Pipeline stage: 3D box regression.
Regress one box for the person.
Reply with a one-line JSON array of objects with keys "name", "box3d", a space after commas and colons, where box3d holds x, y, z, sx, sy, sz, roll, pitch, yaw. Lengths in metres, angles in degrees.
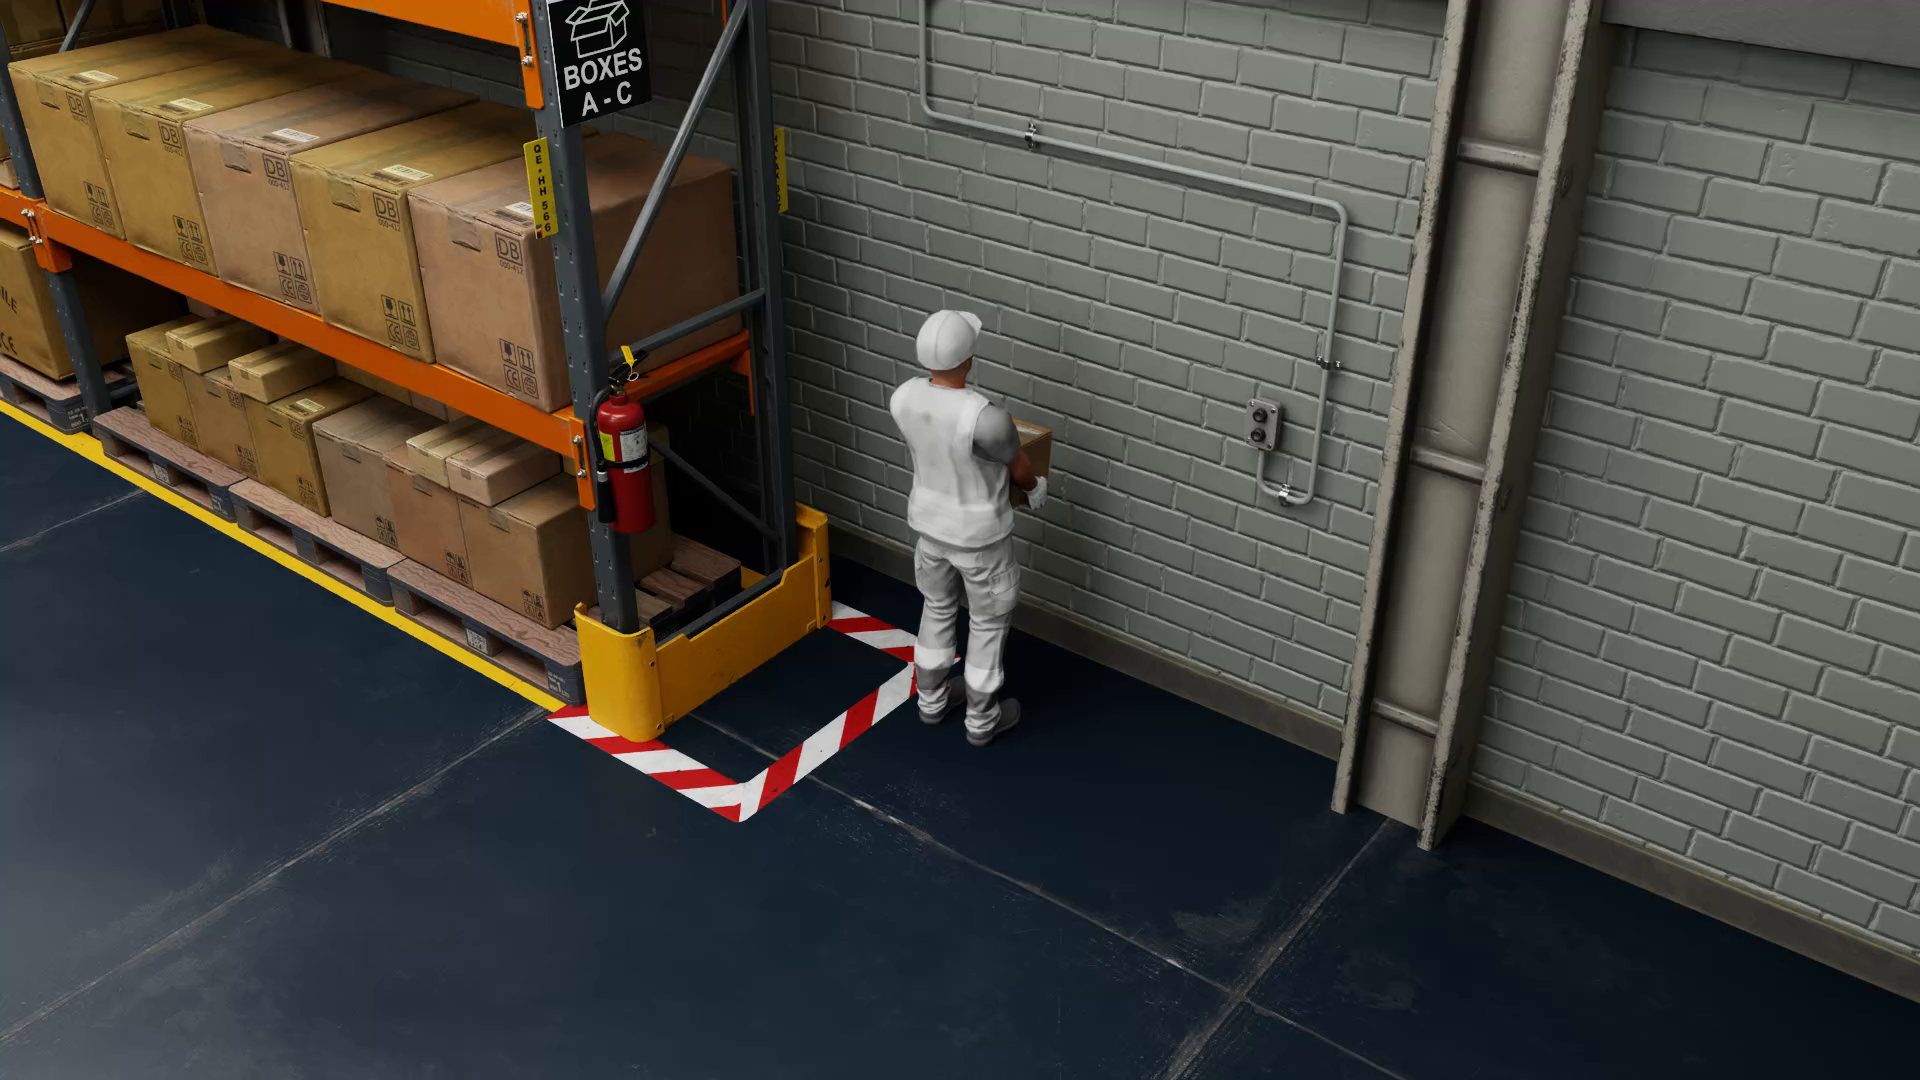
[{"name": "person", "box3d": [0.053, -0.081, 6.254, 0.494, 1.781, 0.564, 20, 36, 30]}]
